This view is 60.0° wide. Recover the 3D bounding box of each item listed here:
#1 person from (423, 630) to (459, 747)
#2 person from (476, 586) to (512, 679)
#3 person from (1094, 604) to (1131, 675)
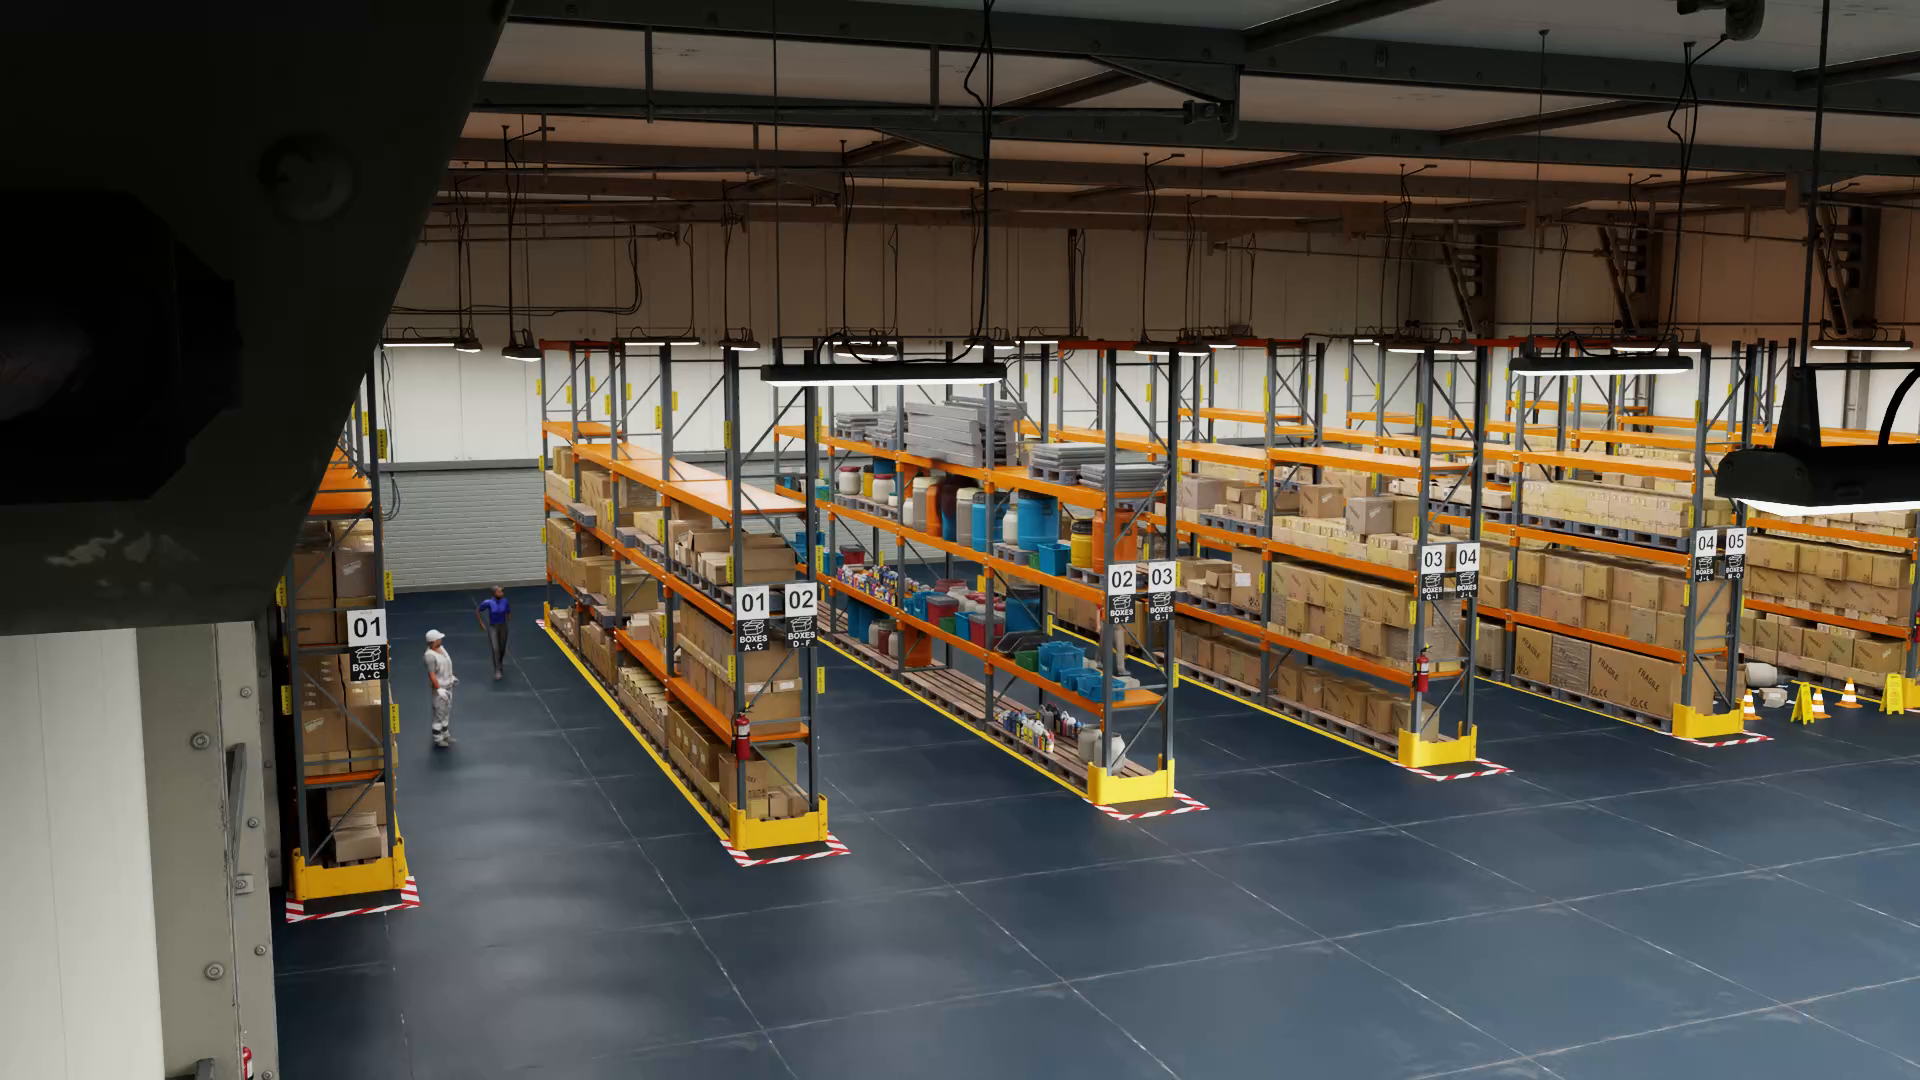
[{"bbox_3d":[-7.772,2.216,25.034,0.436,1.806,0.679,1,8,11],"label":"person"},{"bbox_3d":[-8.349,1.670,29.858,0.607,1.504,1.028,-3,8,-22],"label":"person"},{"bbox_3d":[2.764,1.590,30.129,0.681,1.674,1.032,-2,8,-17],"label":"person"}]
